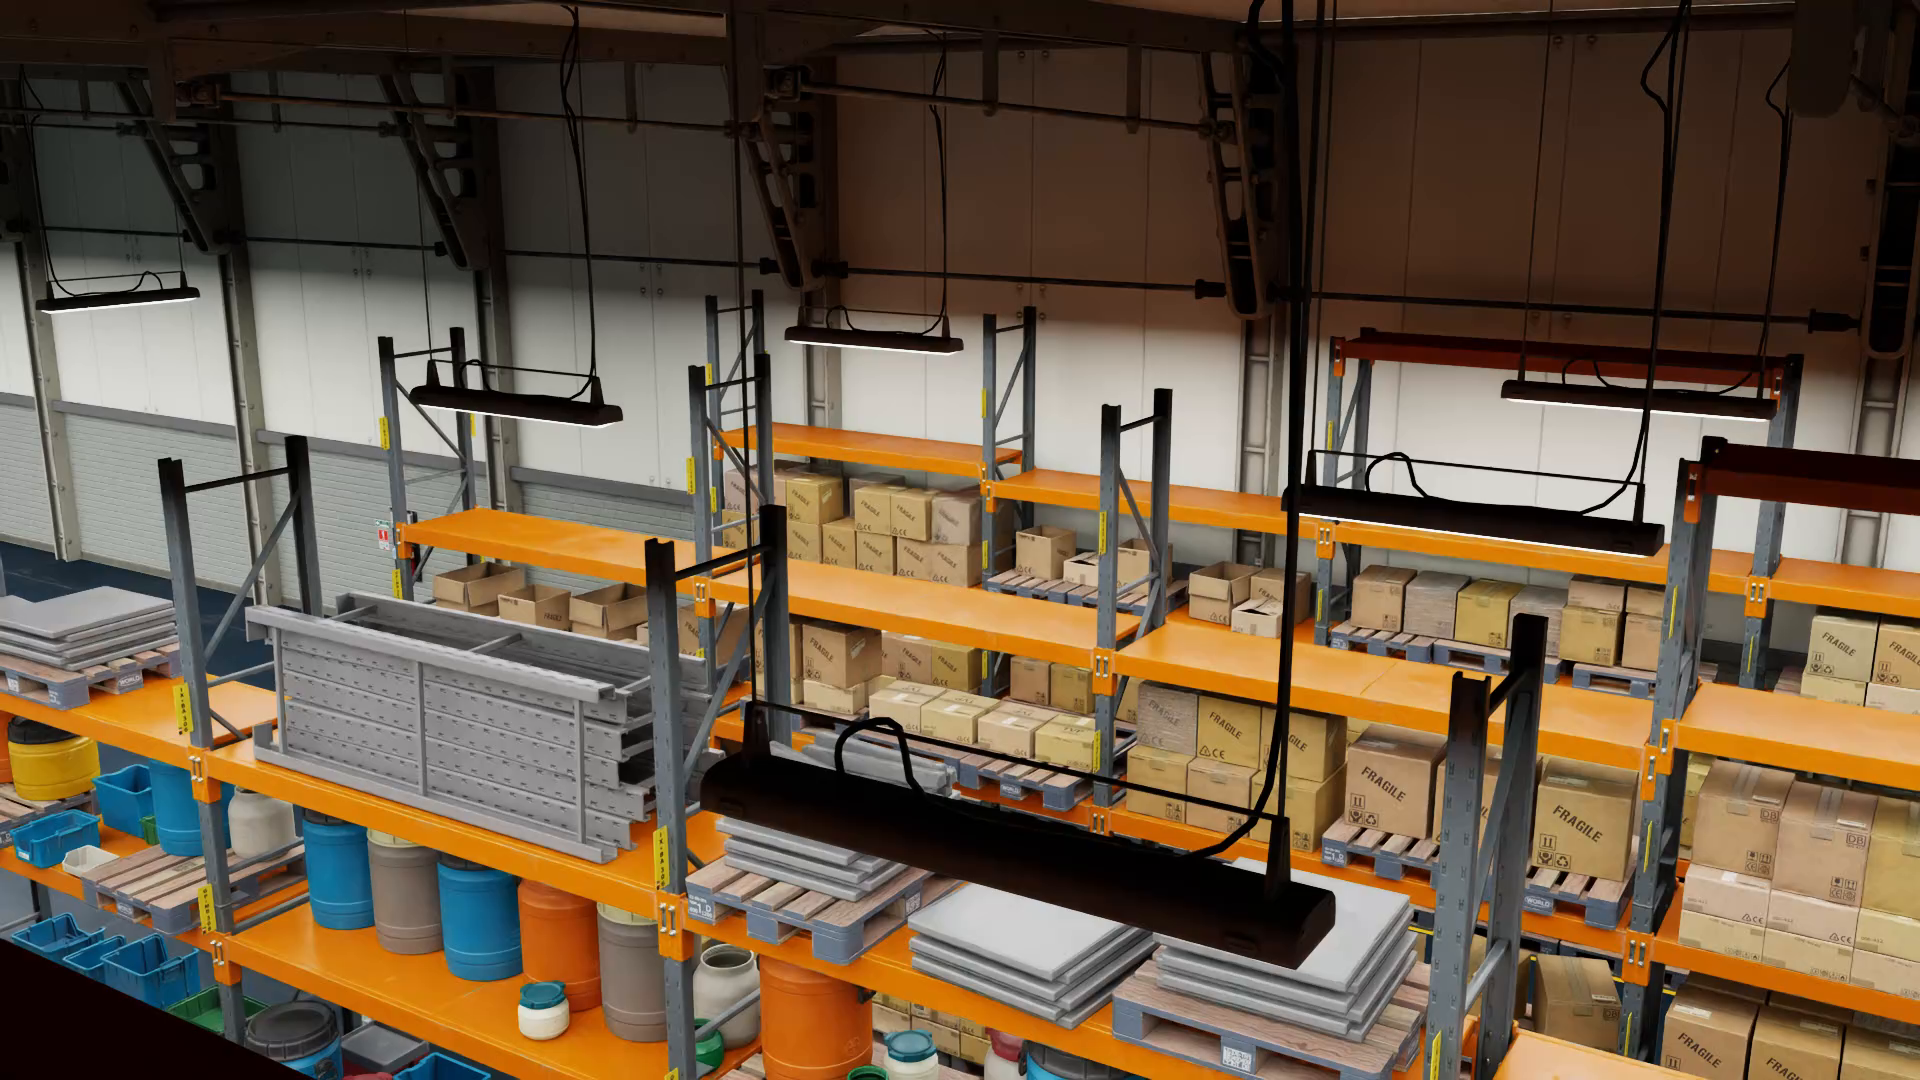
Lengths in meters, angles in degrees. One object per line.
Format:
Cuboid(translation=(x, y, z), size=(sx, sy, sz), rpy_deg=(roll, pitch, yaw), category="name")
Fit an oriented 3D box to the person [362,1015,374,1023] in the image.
Cuboid(translation=(-5.181, 3.654, 14.796), size=(1.014, 1.711, 0.562), rpy_deg=(7, 15, 26), category="person")
